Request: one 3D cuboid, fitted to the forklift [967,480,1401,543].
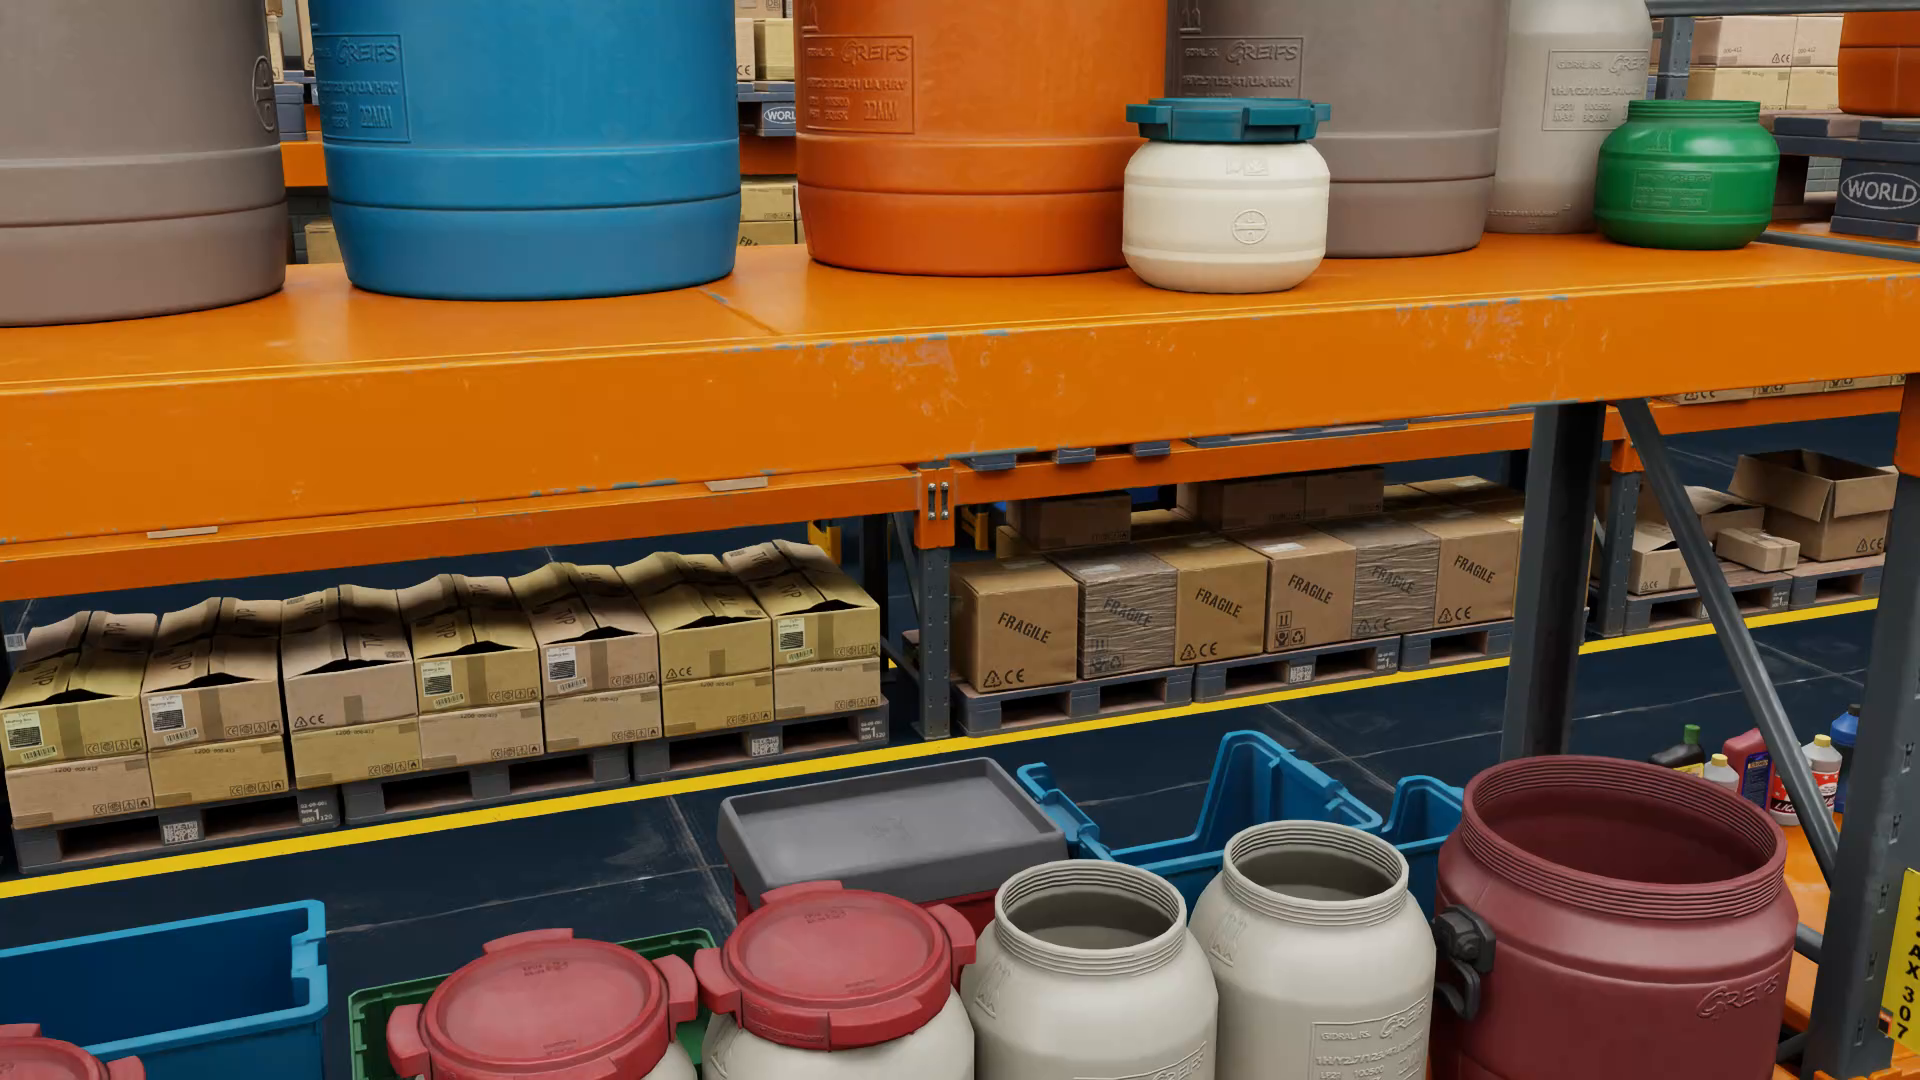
[{"bbox_3d":[1.556,-1.541,11.144,3.031,2.935,1.130,-6,17,-18],"label":"forklift"}]

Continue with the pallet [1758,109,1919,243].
[{"bbox_3d":[2.236,-0.718,3.231,1.213,0.211,1.003,-6,17,-20],"label":"pallet"}]

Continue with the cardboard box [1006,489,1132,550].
[{"bbox_3d":[0.558,-0.156,8.631,0.500,0.250,0.500,-5,17,-18],"label":"cardboard box"}]

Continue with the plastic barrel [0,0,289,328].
[{"bbox_3d":[-1.240,-0.769,2.179,0.600,0.901,0.600,0,16,0],"label":"plastic barrel"}]

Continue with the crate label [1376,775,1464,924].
[{"bbox_3d":[0.959,0.706,3.667,0.416,0.233,0.303,-6,17,-20],"label":"crate label"}]

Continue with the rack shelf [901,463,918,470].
[{"bbox_3d":[-0.419,-0.510,10.810,1.000,0.185,0.538,-6,17,-18],"label":"rack shelf"}]

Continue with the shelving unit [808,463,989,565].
[{"bbox_3d":[-0.411,-0.683,10.763,1.083,1.500,0.587,-6,17,-18],"label":"shelving unit"}]

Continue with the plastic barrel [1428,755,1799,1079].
[{"bbox_3d":[1.162,0.743,3.003,0.708,0.536,0.600,-6,17,-20],"label":"plastic barrel"}]

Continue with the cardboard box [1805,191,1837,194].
[{"bbox_3d":[5.251,-1.825,10.038,0.500,0.500,0.500,-6,18,-21],"label":"cardboard box"}]

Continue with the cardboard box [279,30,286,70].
[{"bbox_3d":[-4.679,-3.216,10.814,0.500,0.311,0.500,-6,17,-18],"label":"cardboard box"}]

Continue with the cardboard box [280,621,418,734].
[{"bbox_3d":[-2.590,0.553,7.032,0.500,0.311,0.500,-7,18,-22],"label":"cardboard box"}]

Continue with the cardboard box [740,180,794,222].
[{"bbox_3d":[-1.515,-2.466,12.099,0.500,0.250,0.500,-6,17,-19],"label":"cardboard box"}]

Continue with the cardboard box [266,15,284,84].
[{"bbox_3d":[-2.926,-1.903,6.452,0.500,0.250,0.500,-8,18,-25],"label":"cardboard box"}]

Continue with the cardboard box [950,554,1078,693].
[{"bbox_3d":[0.245,0.396,8.082,0.500,0.500,0.500,-5,17,-18],"label":"cardboard box"}]

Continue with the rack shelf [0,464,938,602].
[{"bbox_3d":[-2.150,-0.075,7.306,4.000,0.370,1.077,-6,17,-20],"label":"rack shelf"}]

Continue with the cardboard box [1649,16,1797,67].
[{"bbox_3d":[3.996,-2.616,8.737,0.500,0.250,0.500,-6,17,-20],"label":"cardboard box"}]

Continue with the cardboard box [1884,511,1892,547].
[{"bbox_3d":[5.871,-0.113,10.257,0.500,0.250,0.500,-6,17,-20],"label":"cardboard box"}]

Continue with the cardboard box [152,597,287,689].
[{"bbox_3d":[-3.258,0.460,7.348,0.500,0.311,0.500,-6,17,-19],"label":"cardboard box"}]

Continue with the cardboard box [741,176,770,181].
[{"bbox_3d":[-1.727,-2.599,12.552,0.500,0.250,0.500,-6,17,-19],"label":"cardboard box"}]

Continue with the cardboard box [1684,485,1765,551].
[{"bbox_3d":[4.584,-0.154,10.289,0.500,0.311,0.500,-6,17,-20],"label":"cardboard box"}]

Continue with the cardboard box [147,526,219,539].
[{"bbox_3d":[-3.117,-0.133,6.675,0.250,0.149,0.380,-6,17,-20],"label":"cardboard box"}]

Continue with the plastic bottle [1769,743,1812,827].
[{"bbox_3d":[2.042,0.594,4.104,0.097,0.201,0.097,0,16,0],"label":"plastic bottle"}]

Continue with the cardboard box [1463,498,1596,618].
[{"bbox_3d":[3.095,0.088,9.129,0.500,0.500,0.500,-6,17,-20],"label":"cardboard box"}]

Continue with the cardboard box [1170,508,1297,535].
[{"bbox_3d":[1.479,0.104,9.076,0.500,0.500,0.500,-7,18,-22],"label":"cardboard box"}]

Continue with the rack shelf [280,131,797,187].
[{"bbox_3d":[-2.150,-1.514,6.884,4.000,0.370,1.077,-6,17,-20],"label":"rack shelf"}]

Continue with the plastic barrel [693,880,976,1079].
[{"bbox_3d":[-0.187,0.864,2.592,0.433,0.535,0.433,0,16,0],"label":"plastic barrel"}]

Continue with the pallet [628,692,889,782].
[{"bbox_3d":[-1.065,0.789,8.037,1.213,0.211,1.003,-6,17,-20],"label":"pallet"}]

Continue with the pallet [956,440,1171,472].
[{"bbox_3d":[0.326,-0.616,8.214,1.003,0.211,1.213,-6,17,-20],"label":"pallet"}]

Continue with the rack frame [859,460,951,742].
[{"bbox_3d":[-0.282,-0.622,7.892,0.127,3.000,1.000,-6,17,-20],"label":"rack frame"}]

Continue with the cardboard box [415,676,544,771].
[{"bbox_3d":[-2.116,0.769,7.292,0.500,0.250,0.500,-6,17,-19],"label":"cardboard box"}]

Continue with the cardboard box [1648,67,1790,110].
[{"bbox_3d":[3.996,-2.376,8.809,0.500,0.250,0.500,-6,17,-20],"label":"cardboard box"}]

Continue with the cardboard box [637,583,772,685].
[{"bbox_3d":[-1.166,0.399,7.556,0.500,0.311,0.500,-6,18,-21],"label":"cardboard box"}]

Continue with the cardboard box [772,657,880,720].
[{"bbox_3d":[-0.686,0.613,7.821,0.500,0.250,0.500,-6,17,-19],"label":"cardboard box"}]

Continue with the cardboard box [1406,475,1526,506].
[{"bbox_3d":[2.914,-0.052,9.608,0.500,0.500,0.500,-7,18,-23],"label":"cardboard box"}]

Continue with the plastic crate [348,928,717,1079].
[{"bbox_3d":[-0.723,0.937,2.960,0.662,0.188,0.450,-6,17,-20],"label":"plastic crate"}]

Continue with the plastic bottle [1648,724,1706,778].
[{"bbox_3d":[1.712,0.585,3.990,0.133,0.283,0.061,-6,17,-20],"label":"plastic bottle"}]

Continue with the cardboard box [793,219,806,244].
[{"bbox_3d":[-1.020,-2.157,12.379,0.500,0.500,0.500,-6,17,-18],"label":"cardboard box"}]

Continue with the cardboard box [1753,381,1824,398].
[{"bbox_3d":[4.504,-1.105,9.360,0.500,0.500,0.500,-6,17,-19],"label":"cardboard box"}]

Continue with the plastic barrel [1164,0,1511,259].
[{"bbox_3d":[0.642,-0.972,2.872,0.600,0.901,0.600,0,16,0],"label":"plastic barrel"}]

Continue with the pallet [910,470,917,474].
[{"bbox_3d":[-0.157,-0.768,13.340,1.213,0.211,1.003,-6,17,-20],"label":"pallet"}]

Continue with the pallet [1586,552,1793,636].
[{"bbox_3d":[4.095,0.244,9.893,1.213,0.211,1.003,-6,17,-20],"label":"pallet"}]

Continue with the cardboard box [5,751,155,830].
[{"bbox_3d":[-3.552,0.924,6.763,0.500,0.250,0.500,-7,18,-21],"label":"cardboard box"}]

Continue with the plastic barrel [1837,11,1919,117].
[{"bbox_3d":[2.018,-1.221,3.102,0.708,0.830,0.600,-6,17,-20],"label":"plastic barrel"}]

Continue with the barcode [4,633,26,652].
[{"bbox_3d":[-3.630,0.393,6.388,0.075,0.075,0.001,-6,17,-20],"label":"barcode"}]

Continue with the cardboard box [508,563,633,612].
[{"bbox_3d":[-1.841,0.309,7.863,0.500,0.311,0.500,-7,18,-22],"label":"cardboard box"}]

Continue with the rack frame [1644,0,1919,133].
[{"bbox_3d":[1.487,-2.197,2.607,0.127,3.000,1.000,-6,17,-20],"label":"rack frame"}]

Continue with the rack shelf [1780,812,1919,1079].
[{"bbox_3d":[3.355,0.825,4.240,4.000,0.370,1.077,-6,17,-20],"label":"rack shelf"}]

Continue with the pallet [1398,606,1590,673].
[{"bbox_3d":[2.707,0.405,9.345,1.213,0.211,1.003,-6,17,-20],"label":"pallet"}]

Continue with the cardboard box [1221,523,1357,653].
[{"bbox_3d":[1.688,0.238,8.618,0.500,0.500,0.500,-7,18,-22],"label":"cardboard box"}]
